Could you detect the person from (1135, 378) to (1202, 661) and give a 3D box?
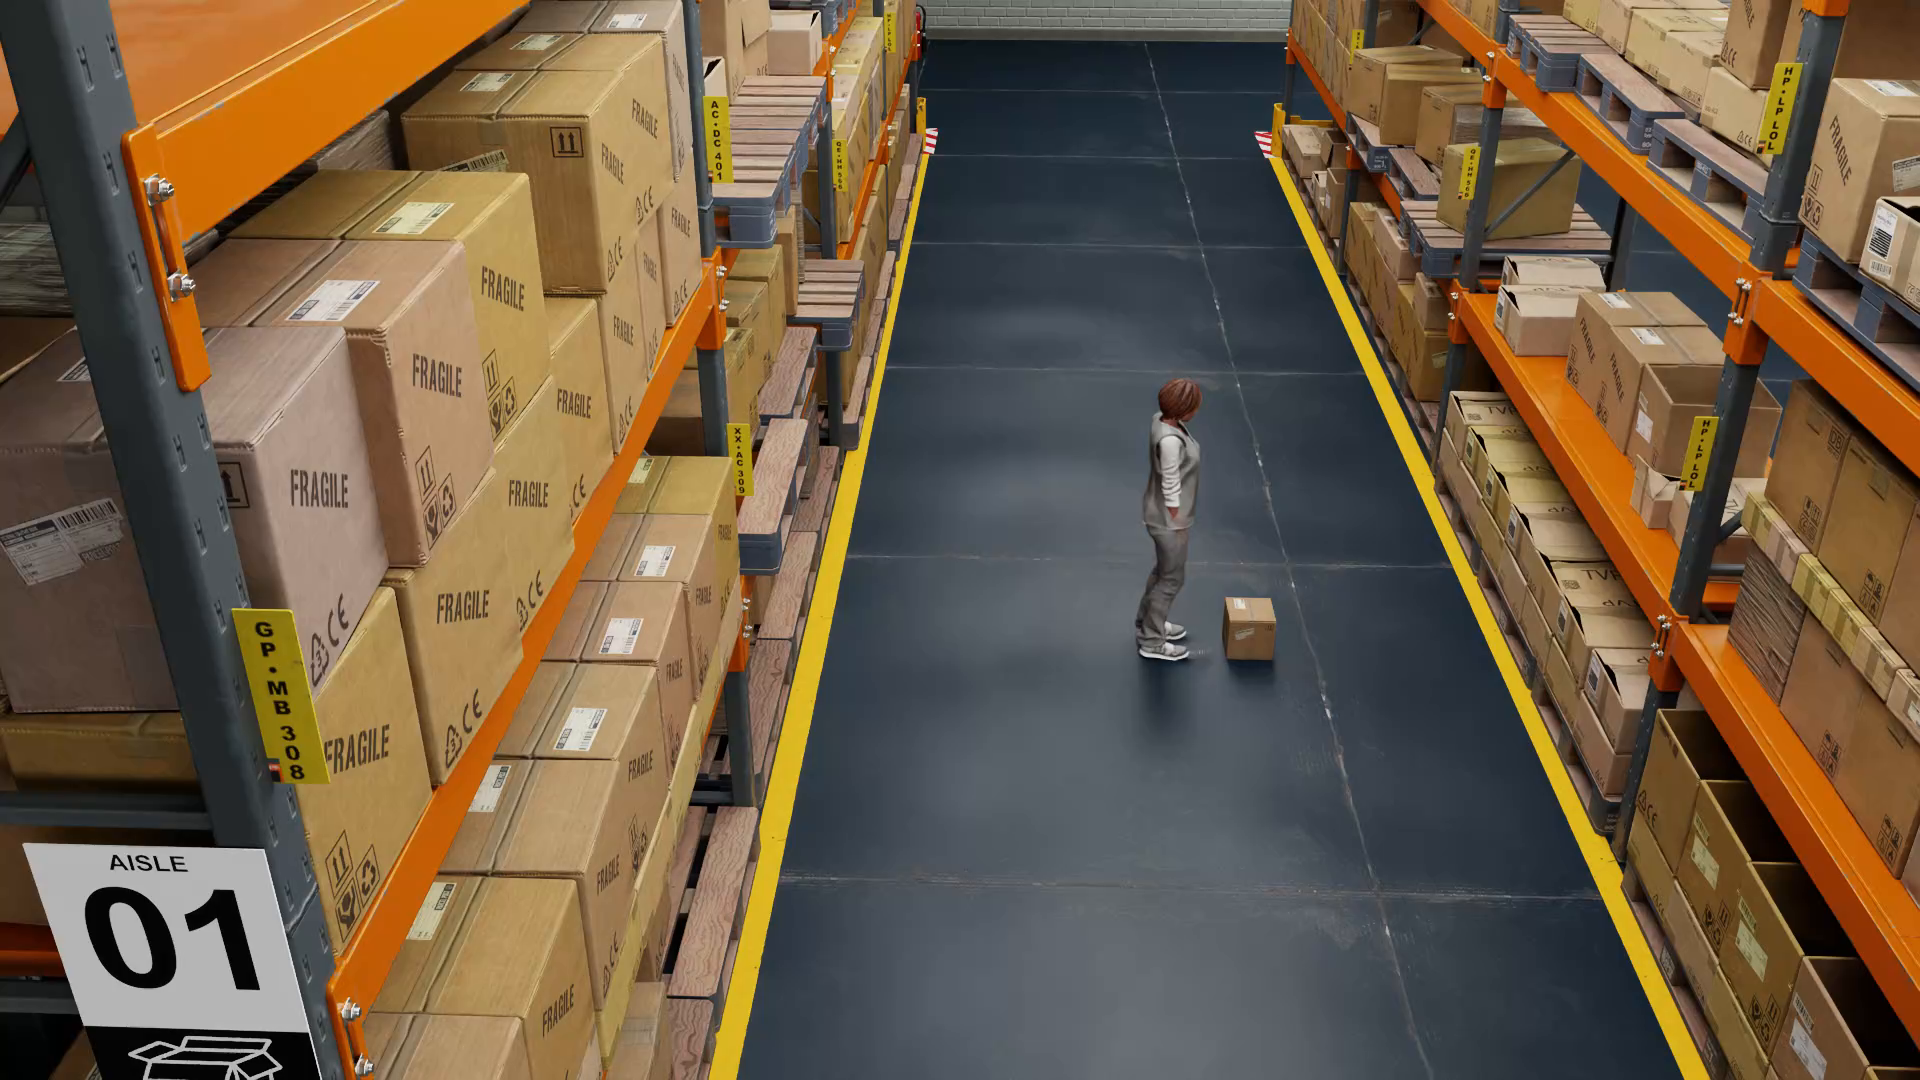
[{"bbox_3d":[1.112,-0.119,8.874,0.299,1.583,0.407,2,28,3],"label":"person"}]
